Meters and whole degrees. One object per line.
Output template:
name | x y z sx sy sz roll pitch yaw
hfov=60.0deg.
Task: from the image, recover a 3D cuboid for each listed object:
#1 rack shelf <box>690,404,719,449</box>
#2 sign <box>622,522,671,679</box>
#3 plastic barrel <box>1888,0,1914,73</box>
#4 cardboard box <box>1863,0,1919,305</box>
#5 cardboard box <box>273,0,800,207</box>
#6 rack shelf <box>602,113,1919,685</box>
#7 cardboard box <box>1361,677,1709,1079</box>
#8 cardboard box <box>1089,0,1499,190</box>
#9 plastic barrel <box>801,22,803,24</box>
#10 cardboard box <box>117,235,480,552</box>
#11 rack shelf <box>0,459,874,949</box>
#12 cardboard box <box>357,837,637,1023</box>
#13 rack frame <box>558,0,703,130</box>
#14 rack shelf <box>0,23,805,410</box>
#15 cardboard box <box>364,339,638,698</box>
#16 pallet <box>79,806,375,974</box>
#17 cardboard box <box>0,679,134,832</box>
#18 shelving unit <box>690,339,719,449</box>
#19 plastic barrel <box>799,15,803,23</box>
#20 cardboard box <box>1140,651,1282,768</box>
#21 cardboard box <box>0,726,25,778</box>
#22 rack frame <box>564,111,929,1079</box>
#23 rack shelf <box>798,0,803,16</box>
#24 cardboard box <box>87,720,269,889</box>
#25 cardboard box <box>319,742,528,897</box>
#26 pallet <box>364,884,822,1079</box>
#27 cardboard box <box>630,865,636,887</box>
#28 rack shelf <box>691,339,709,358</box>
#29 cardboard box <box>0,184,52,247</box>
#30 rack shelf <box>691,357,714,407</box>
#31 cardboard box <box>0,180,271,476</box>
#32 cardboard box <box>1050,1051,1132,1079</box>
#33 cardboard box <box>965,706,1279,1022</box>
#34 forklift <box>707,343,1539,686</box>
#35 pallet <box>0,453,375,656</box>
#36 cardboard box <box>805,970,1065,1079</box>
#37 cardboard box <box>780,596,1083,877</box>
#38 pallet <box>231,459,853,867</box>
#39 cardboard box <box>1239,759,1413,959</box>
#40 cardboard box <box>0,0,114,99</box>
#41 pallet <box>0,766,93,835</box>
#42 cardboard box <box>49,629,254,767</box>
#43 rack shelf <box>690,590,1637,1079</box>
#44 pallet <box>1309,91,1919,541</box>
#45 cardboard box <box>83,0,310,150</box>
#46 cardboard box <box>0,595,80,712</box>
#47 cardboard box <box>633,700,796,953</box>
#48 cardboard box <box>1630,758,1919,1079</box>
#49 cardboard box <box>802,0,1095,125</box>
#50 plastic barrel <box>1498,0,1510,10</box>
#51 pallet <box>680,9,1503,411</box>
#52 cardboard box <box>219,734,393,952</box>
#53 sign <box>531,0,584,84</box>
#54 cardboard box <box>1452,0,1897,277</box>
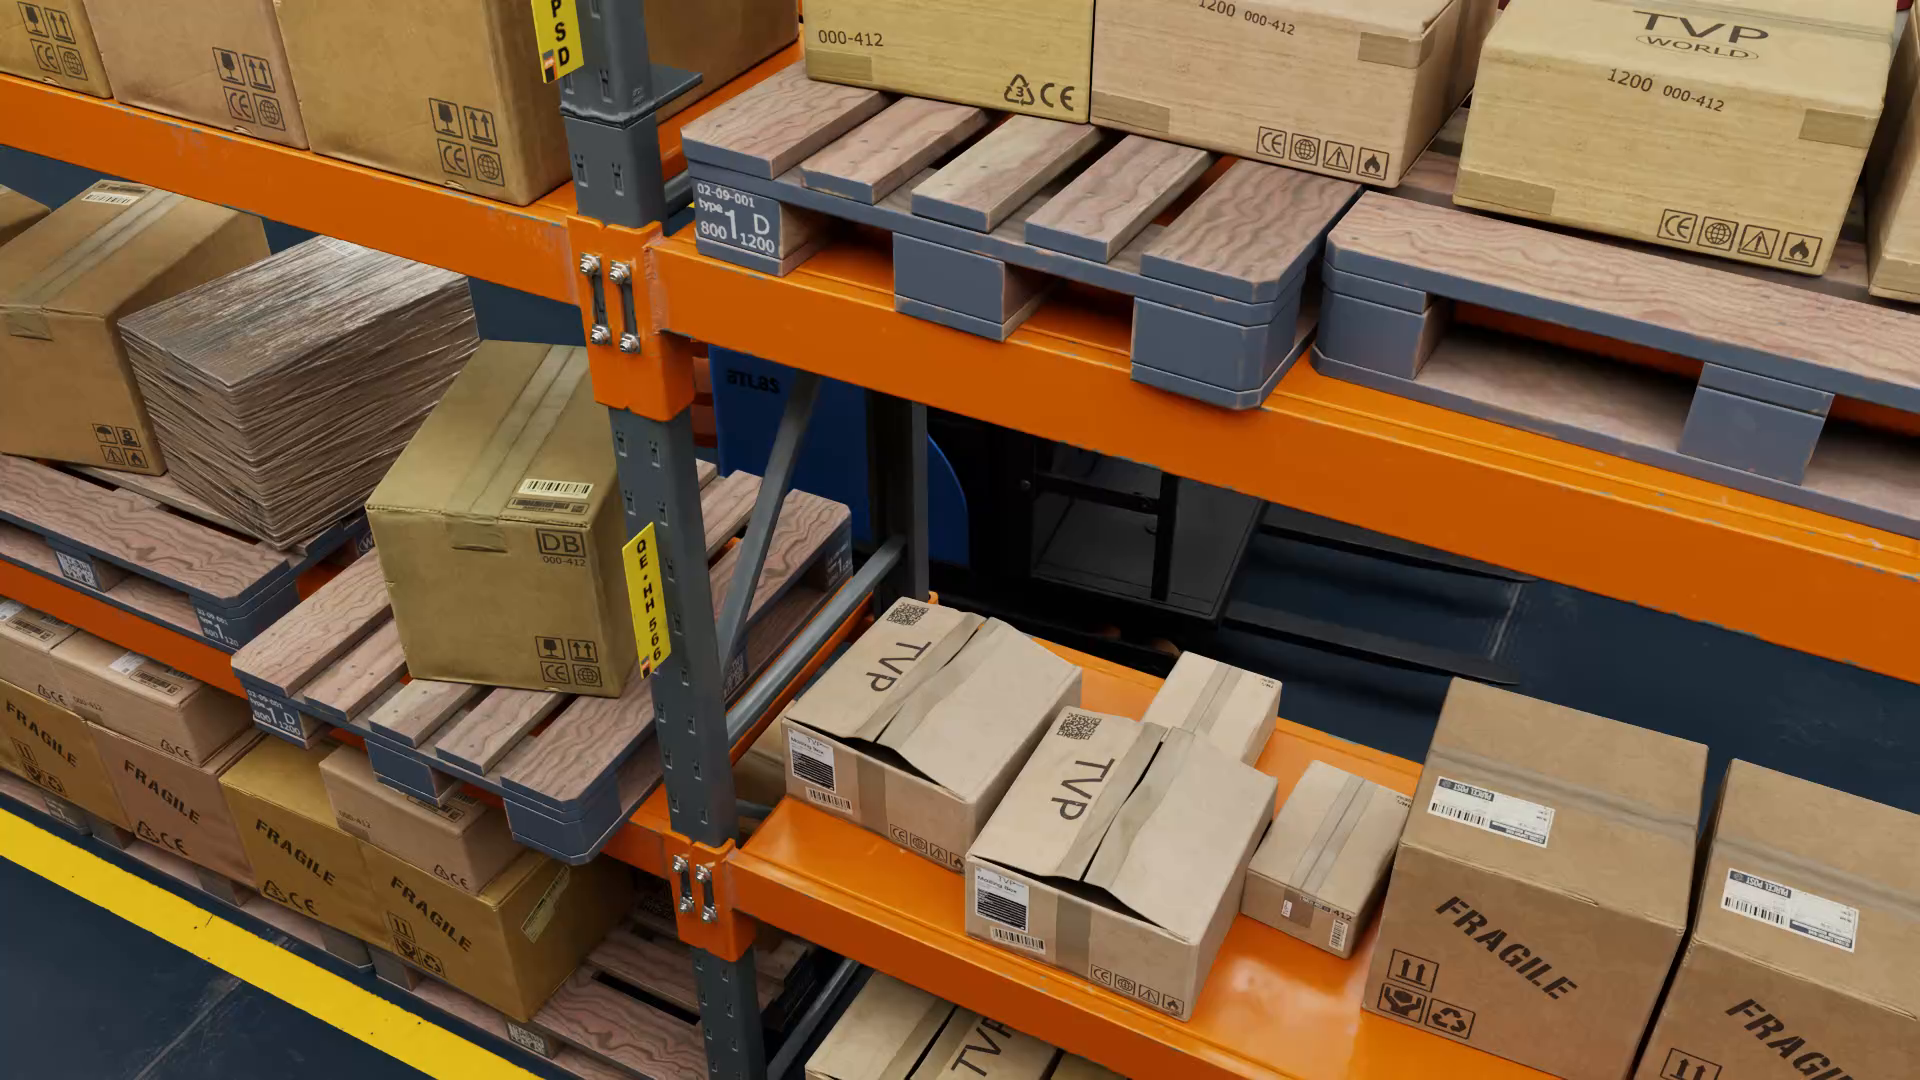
rack shelf | -1.059 -0.454 6.792 0.480 0.148 0.258 9 38 13
sign | -0.603 0.120 3.219 0.005 0.325 0.100 17 41 21
plastic barrel | 3.687 -2.053 6.861 0.433 0.535 0.433 0 37 0
cardboard box | 1.521 -0.499 2.223 0.500 0.250 0.500 14 39 18
cardboard box | -0.764 -1.083 3.132 0.500 0.500 0.910 17 41 21
rack shelf | 1.414 -0.097 2.511 4.000 0.370 1.077 17 41 21
cardboard box | 1.136 0.673 3.299 0.500 0.500 0.500 15 40 19
cardboard box | 0.541 -0.815 2.639 0.500 0.250 0.500 18 41 23
plastic barrel | -0.528 -2.489 8.937 0.708 0.901 0.600 17 41 21
cardboard box | -1.697 -0.423 4.397 0.500 0.500 0.700 26 44 30
rack shelf | -2.138 -0.014 4.883 4.000 0.370 1.077 17 41 21
cardboard box | -1.300 0.942 4.732 0.500 0.500 0.500 19 41 23
rack frame | -0.362 -2.134 2.119 0.127 3.000 1.000 17 41 21
rack shelf | -2.138 -1.209 3.976 4.000 0.370 1.077 17 41 21
cardboard box | -0.973 -0.066 3.927 0.500 0.500 0.700 5 37 6
pallet | -2.086 0.798 5.524 1.213 0.211 1.003 17 41 21
cardboard box | -2.677 0.514 5.295 0.500 0.500 0.500 18 41 22
shelving unit | -1.061 -0.666 6.632 0.503 1.200 0.258 9 38 13
plastic barrel | -1.157 -2.686 9.196 0.708 0.901 0.600 17 41 21
cardboard box | 0.564 0.457 3.875 0.250 0.149 0.380 17 41 21
cardboard box | -3.117 0.371 5.484 0.500 0.500 0.500 18 41 22
rack frame | -0.362 0.255 3.933 0.127 3.000 1.000 17 41 21
rack shelf | 0.144 -2.673 8.385 4.000 0.370 1.077 17 41 21
cardboard box | -2.228 0.655 5.110 0.500 0.500 0.500 16 40 20
cardboard box | -1.352 0.630 4.523 0.500 0.250 0.500 19 41 23
pallet | -1.007 1.138 5.076 1.213 0.211 1.003 17 41 21
cardboard box | -1.102 0.653 5.112 0.500 0.500 0.500 16 40 20
rack shelf | -1.062 -0.791 6.538 0.480 0.148 0.258 9 38 13
cardboard box | -2.956 -0.655 4.702 0.500 0.500 0.700 24 43 28
rack shelf | -1.060 -0.613 6.673 0.480 0.148 0.258 9 38 13
cardboard box | -2.316 -0.606 4.637 0.500 0.500 0.700 8 38 10
cardboard box | 0.439 1.405 3.882 0.500 0.311 0.500 16 40 20
cardboard box | 0.344 0.643 3.495 0.500 0.311 0.500 17 40 21
forklift | 0.638 -1.013 5.660 3.031 2.935 1.130 13 39 17
pallet | -2.091 -0.207 4.700 1.213 0.211 1.003 17 41 21
cardboard box | -0.032 1.263 4.068 0.500 0.311 0.500 19 41 23
cardboard box | -0.059 0.415 3.796 0.500 0.311 0.500 20 42 24
pallet | -0.996 0.181 4.189 1.003 0.211 1.213 17 41 21
cardboard box | 0.797 0.680 3.581 0.250 0.149 0.380 20 42 25
cardboard box | -1.679 -1.369 3.509 0.500 0.500 0.910 17 41 21
pallet | -3.174 0.460 5.970 1.213 0.211 1.003 17 41 21
cardboard box | -2.262 0.347 4.895 0.500 0.250 0.500 17 40 21
rack shelf | 1.414 1.098 3.418 4.000 0.370 1.077 17 41 21
pallet | 1.277 -0.414 2.490 1.213 0.211 1.003 19 41 24
cardboard box | -1.217 -1.224 3.318 0.500 0.500 0.910 17 41 21
cardboard box | -2.708 0.208 5.078 0.500 0.250 0.500 17 41 22
cardboard box | -0.634 0.796 4.924 0.500 0.500 0.500 19 41 23
cardboard box | 1.603 0.820 3.107 0.500 0.500 0.500 17 41 22
cardboard box | 0.067 -0.951 2.818 0.500 0.250 0.500 14 40 18
plastic barrel | 2.471 -2.491 7.438 0.708 0.536 0.600 17 41 21
pallet | 0.282 -0.724 2.898 1.003 0.211 1.213 19 41 24
cardboard box | -1.759 0.798 4.922 0.500 0.500 0.500 16 40 20
sign | -0.613 -0.855 2.487 0.005 0.325 0.100 17 41 21
cardboard box | 1.044 -0.650 2.421 0.500 0.250 0.500 17 40 21
